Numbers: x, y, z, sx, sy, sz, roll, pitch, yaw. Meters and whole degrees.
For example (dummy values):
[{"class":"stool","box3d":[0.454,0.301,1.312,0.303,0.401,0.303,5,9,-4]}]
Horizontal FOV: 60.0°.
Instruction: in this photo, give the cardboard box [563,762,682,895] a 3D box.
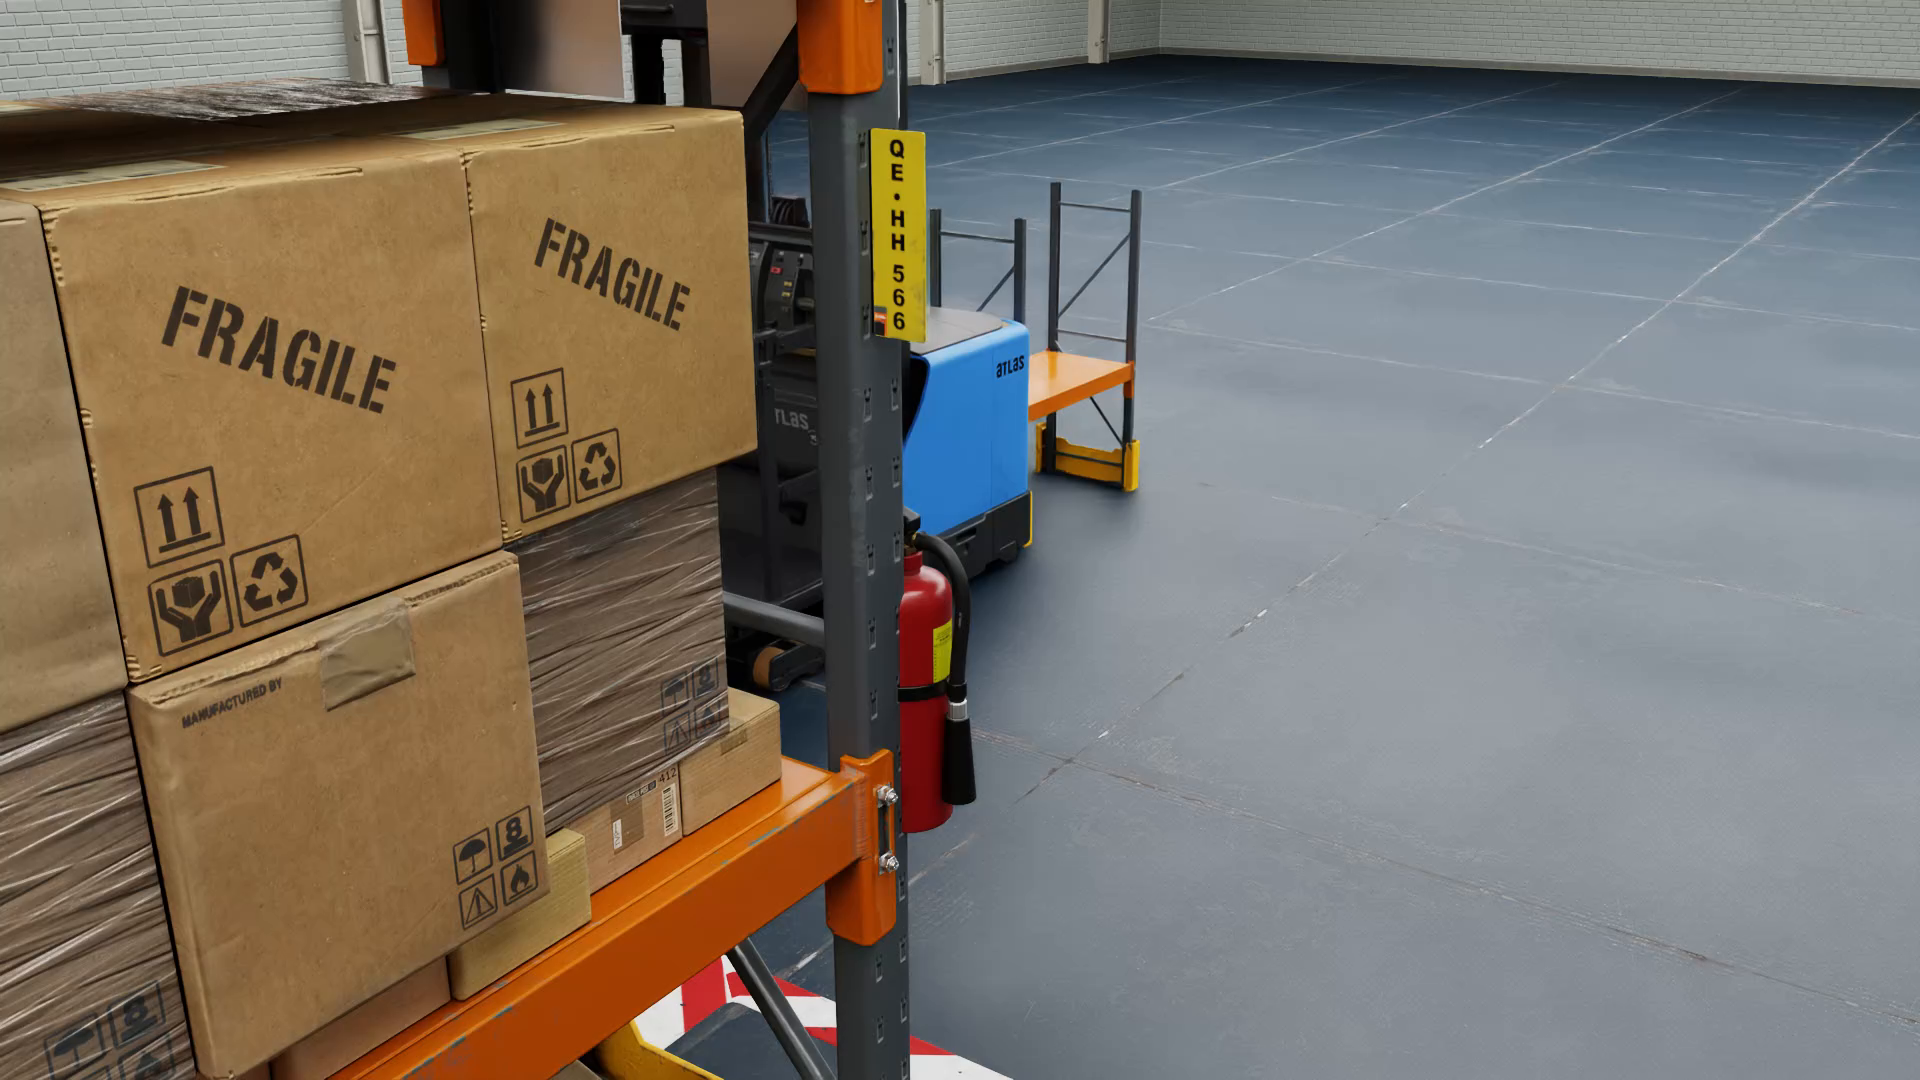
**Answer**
[{"class":"cardboard box","box3d":[-0.673,0.416,2.679,0.380,0.149,0.250,13,24,32]}]

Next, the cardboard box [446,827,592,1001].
[{"class":"cardboard box","box3d":[-0.771,0.498,2.458,0.380,0.149,0.250,13,24,32]}]

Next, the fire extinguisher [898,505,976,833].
[{"class":"fire extinguisher","box3d":[-0.097,0.198,3.018,0.296,0.674,0.183,13,24,32]}]

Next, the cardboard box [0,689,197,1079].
[{"class":"cardboard box","box3d":[-1.373,0.372,1.862,0.875,0.500,0.500,13,24,32]}]

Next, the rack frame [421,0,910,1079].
[{"class":"rack frame","box3d":[-0.545,0.104,3.161,0.949,2.616,0.053,13,24,32]}]

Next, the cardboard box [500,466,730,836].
[{"class":"cardboard box","box3d":[-0.875,0.070,2.678,0.875,0.500,0.500,13,24,32]}]

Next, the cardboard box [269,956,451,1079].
[{"class":"cardboard box","box3d":[-0.924,0.566,2.272,0.380,0.149,0.250,13,24,32]}]

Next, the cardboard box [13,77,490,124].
[{"class":"cardboard box","box3d":[-1.077,-0.446,2.634,0.500,0.500,0.500,13,24,32]}]

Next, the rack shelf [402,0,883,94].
[{"class":"rack shelf","box3d":[-1.667,-0.391,1.212,1.077,0.370,4.000,13,24,32]}]

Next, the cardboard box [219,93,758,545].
[{"class":"cardboard box","box3d":[-0.647,-0.345,2.360,0.500,0.500,0.500,13,24,32]}]

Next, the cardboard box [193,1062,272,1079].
[{"class":"cardboard box","box3d":[-1.099,0.630,2.100,0.380,0.149,0.250,13,24,32]}]

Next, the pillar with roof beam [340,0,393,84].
[{"class":"pillar with roof beam","box3d":[-3.677,-8.188,16.931,9.100,9.000,0.400,13,24,32]}]

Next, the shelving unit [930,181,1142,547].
[{"class":"shelving unit","box3d":[0.364,-0.878,7.977,0.587,1.500,1.083,14,24,33]}]

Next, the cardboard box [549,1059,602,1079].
[{"class":"cardboard box","box3d":[-0.908,1.256,3.044,0.500,0.500,0.500,19,28,42]}]

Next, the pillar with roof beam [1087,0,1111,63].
[{"class":"pillar with roof beam","box3d":[6.442,-13.353,30.893,9.100,9.000,0.400,13,24,32]}]

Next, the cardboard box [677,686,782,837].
[{"class":"cardboard box","box3d":[-0.532,0.344,2.873,0.380,0.149,0.250,13,24,32]}]

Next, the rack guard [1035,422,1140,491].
[{"class":"rack guard","box3d":[0.651,-0.433,8.576,0.587,0.250,0.087,14,24,33]}]

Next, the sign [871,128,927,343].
[{"class":"sign","box3d":[-0.095,-0.473,2.595,0.100,0.325,0.005,13,24,32]}]

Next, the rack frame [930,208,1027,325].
[{"class":"rack frame","box3d":[0.077,-0.737,7.594,0.500,1.500,0.032,14,24,33]}]

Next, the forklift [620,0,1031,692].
[{"class":"forklift","box3d":[-0.941,-0.995,6.231,1.130,2.935,3.031,14,24,33]}]

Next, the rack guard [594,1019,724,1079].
[{"class":"rack guard","box3d":[-0.585,1.299,3.534,1.175,0.500,0.348,13,24,32]}]

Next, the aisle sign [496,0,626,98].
[{"class":"aisle sign","box3d":[-0.756,-1.191,2.914,0.394,0.787,0.004,13,24,32]}]

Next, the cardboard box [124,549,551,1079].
[{"class":"cardboard box","box3d":[-1.056,0.237,2.227,0.875,0.500,0.500,13,24,32]}]

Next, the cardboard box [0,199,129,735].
[{"class":"cardboard box","box3d":[-1.207,-0.057,1.582,0.500,0.500,0.500,13,24,32]}]

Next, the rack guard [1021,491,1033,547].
[{"class":"rack guard","box3d":[0.078,-0.151,7.812,0.587,0.250,0.087,14,24,33]}]

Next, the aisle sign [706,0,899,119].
[{"class":"aisle sign","box3d":[-0.260,-1.074,2.598,0.394,0.787,0.004,13,24,32]}]

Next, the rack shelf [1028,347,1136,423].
[{"class":"rack shelf","box3d":[0.370,-0.712,8.046,0.538,0.185,1.000,14,24,33]}]

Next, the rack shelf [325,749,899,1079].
[{"class":"rack shelf","box3d":[-1.667,1.016,1.732,1.077,0.370,4.000,13,24,32]}]

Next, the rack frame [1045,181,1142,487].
[{"class":"rack frame","box3d":[0.663,-1.025,8.374,0.500,1.500,0.032,14,24,33]}]

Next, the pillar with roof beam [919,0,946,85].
[{"class":"pillar with roof beam","box3d":[3.069,-11.631,26.239,9.100,9.000,0.400,13,24,32]}]

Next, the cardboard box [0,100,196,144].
[{"class":"cardboard box","box3d":[-1.364,-0.304,2.249,0.500,0.500,0.500,13,24,32]}]

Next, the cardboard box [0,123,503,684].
[{"class":"cardboard box","box3d":[-0.924,-0.200,1.969,0.500,0.500,0.500,13,24,32]}]
